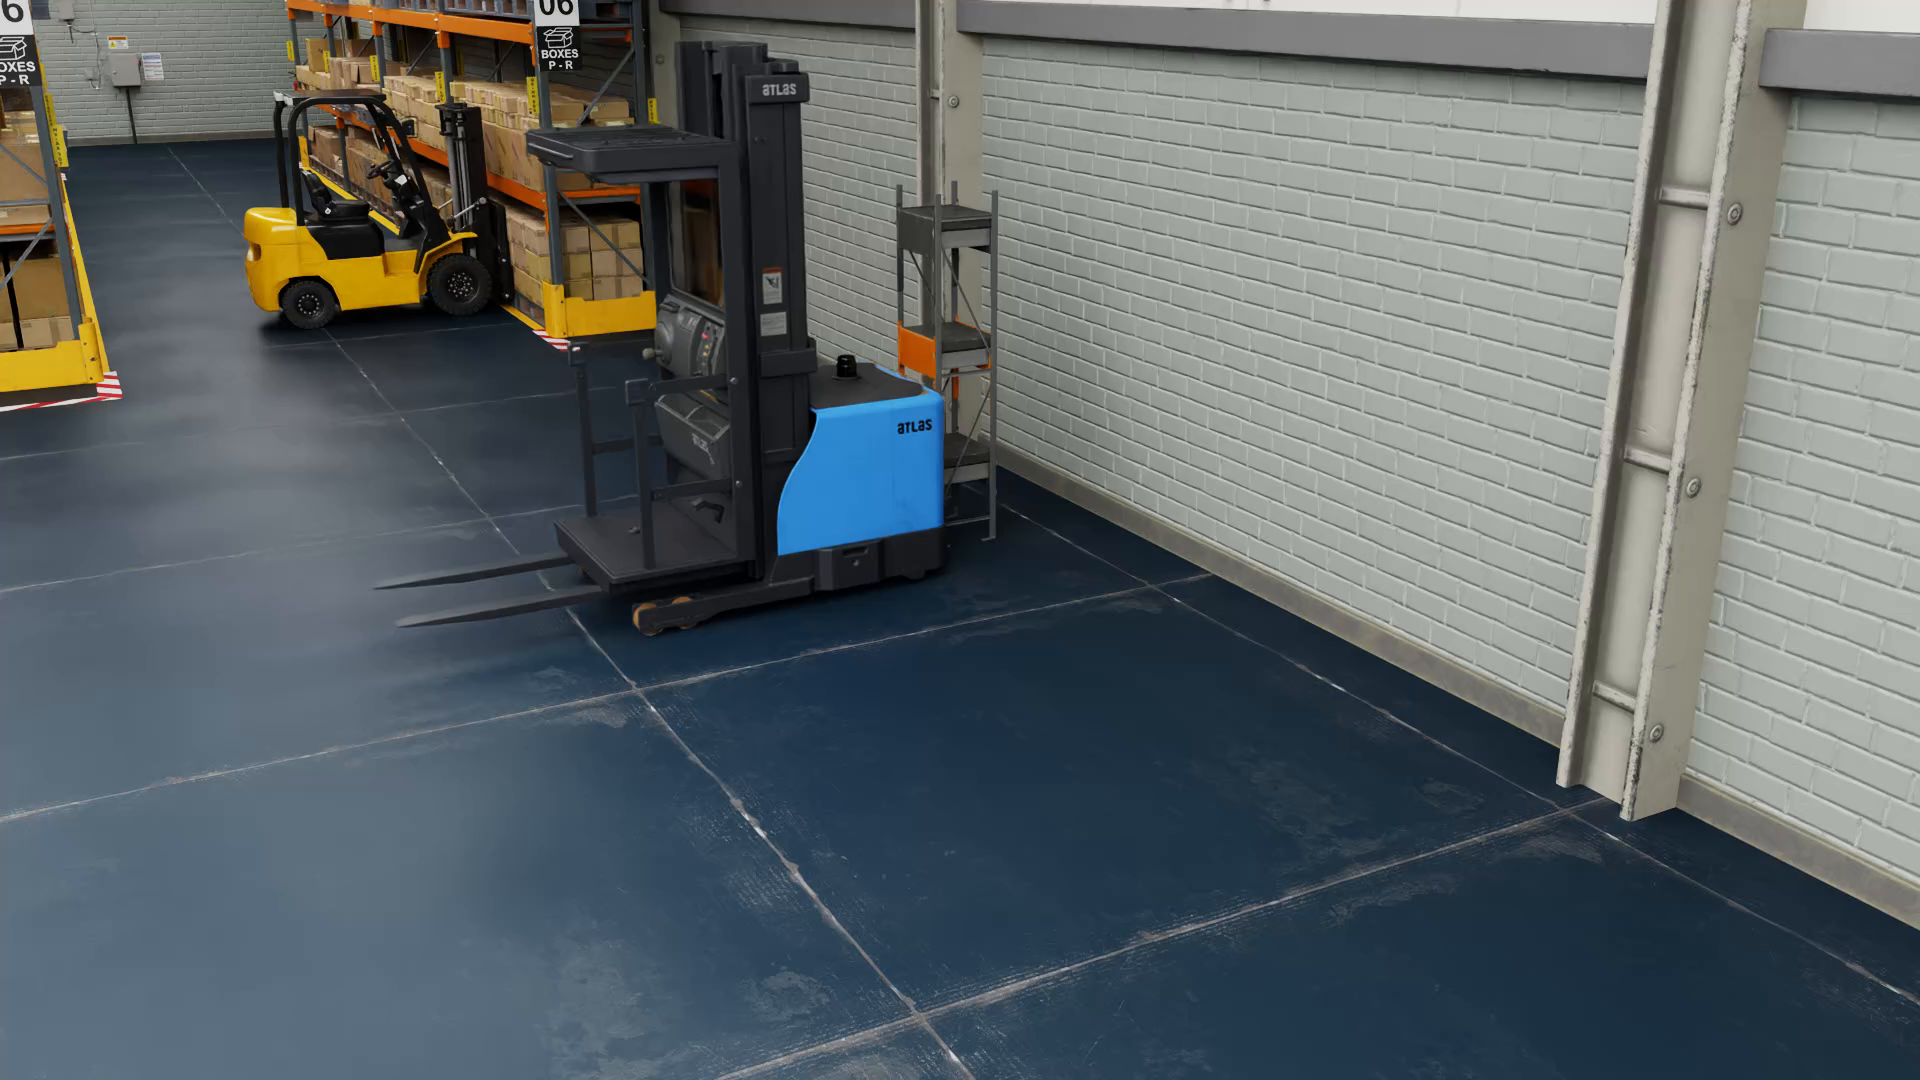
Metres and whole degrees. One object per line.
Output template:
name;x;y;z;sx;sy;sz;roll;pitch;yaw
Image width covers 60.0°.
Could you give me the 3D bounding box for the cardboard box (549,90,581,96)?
cardboard box;-4.064;-4.525;17.041;0.380;0.149;0.250;-10;21;-26

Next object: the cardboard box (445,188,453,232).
cardboard box;-5.541;-3.824;19.613;0.875;0.625;0.625;-9;21;-24

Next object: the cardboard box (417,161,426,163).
cardboard box;-7.352;-5.074;23.425;0.500;0.500;0.500;-10;21;-26

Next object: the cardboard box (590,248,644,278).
cardboard box;-3.424;-2.754;16.320;0.500;0.250;0.500;-10;21;-26

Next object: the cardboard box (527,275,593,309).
cardboard box;-3.885;-2.437;16.166;0.500;0.250;0.500;-10;21;-26

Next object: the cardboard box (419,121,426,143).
cardboard box;-6.205;-4.924;20.034;0.500;0.250;0.500;-10;21;-26

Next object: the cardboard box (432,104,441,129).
cardboard box;-5.741;-4.867;19.102;0.500;0.250;0.500;-10;22;-28

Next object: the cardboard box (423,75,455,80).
cardboard box;-6.850;-6.041;21.891;0.380;0.149;0.250;-9;21;-25

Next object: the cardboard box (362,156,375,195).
cardboard box;-8.315;-5.295;24.066;0.500;0.500;0.500;-11;22;-29

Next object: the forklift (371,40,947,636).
forklift;-1.617;-1.083;8.776;3.031;2.935;1.130;-10;22;-27

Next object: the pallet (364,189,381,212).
pallet;-8.079;-5.000;24.299;1.003;0.211;1.213;-10;21;-27

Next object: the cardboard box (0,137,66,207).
cardboard box;-7.731;-3.049;13.760;0.500;0.500;0.500;-10;22;-27

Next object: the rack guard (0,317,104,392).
rack guard;-7.786;-1.522;13.777;1.175;0.500;0.348;-10;21;-27

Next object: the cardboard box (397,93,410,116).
cardboard box;-6.717;-5.452;20.796;0.500;0.250;0.500;-11;22;-28

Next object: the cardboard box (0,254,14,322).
cardboard box;-8.360;-2.125;14.113;0.500;0.500;0.500;-10;21;-26

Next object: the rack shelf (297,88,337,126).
rack shelf;-10.032;-7.131;27.301;1.077;0.370;4.000;-10;21;-27

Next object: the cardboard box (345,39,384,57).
cardboard box;-9.555;-7.790;26.732;0.500;0.500;0.500;-11;22;-28

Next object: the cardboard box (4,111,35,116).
cardboard box;-9.220;-3.929;16.311;0.500;0.500;0.500;-11;22;-28

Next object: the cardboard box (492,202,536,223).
cardboard box;-4.607;-3.343;17.260;0.500;0.250;0.500;-10;22;-28

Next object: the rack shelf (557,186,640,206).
rack shelf;-4.333;-3.779;17.286;0.919;0.124;3.809;-10;21;-27

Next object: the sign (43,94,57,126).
sign;-9.176;-4.326;16.742;0.100;0.325;0.005;-10;21;-27

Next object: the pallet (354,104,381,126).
pallet;-7.566;-5.842;22.756;1.213;0.211;1.003;-10;21;-27

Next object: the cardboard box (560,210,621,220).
cardboard box;-3.686;-3.134;16.653;0.500;0.250;0.500;-10;21;-27

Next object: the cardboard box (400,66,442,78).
cardboard box;-7.289;-6.166;22.606;0.500;0.500;0.500;-9;21;-24

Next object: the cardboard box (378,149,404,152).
cardboard box;-7.968;-5.414;23.415;0.380;0.149;0.250;-9;21;-25

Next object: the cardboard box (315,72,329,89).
cardboard box;-10.015;-7.362;26.641;0.500;0.250;0.500;-10;21;-27

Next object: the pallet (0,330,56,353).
pallet;-8.141;-1.625;14.516;1.003;0.211;1.213;-10;21;-27

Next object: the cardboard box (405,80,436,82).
cardboard box;-6.737;-5.679;20.842;0.380;0.149;0.250;-10;21;-26

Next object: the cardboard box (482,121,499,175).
cardboard box;-4.579;-4.040;17.088;0.500;0.500;0.500;-10;21;-26

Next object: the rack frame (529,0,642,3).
rack frame;-3.384;-6.288;14.559;1.000;3.000;0.127;-10;21;-27

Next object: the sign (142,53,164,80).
sign;-15.792;-9.265;32.528;0.329;0.494;0.001;-10;21;-27

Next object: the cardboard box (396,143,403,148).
cardboard box;-8.173;-5.859;24.708;0.380;0.149;0.250;-9;21;-25

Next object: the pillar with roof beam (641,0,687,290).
pillar with roof beam;-6.710;-5.961;13.610;9.100;9.000;0.400;-10;21;-27

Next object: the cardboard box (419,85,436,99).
cardboard box;-6.273;-5.380;19.977;0.380;0.149;0.250;-10;21;-26

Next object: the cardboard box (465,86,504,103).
cardboard box;-5.028;-4.735;17.650;0.380;0.149;0.250;-9;21;-25

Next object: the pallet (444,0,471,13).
pallet;-4.855;-5.736;17.692;1.003;0.211;1.213;-10;21;-27

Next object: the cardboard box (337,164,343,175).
cardboard box;-9.605;-5.862;26.248;0.380;0.149;0.250;-11;22;-28

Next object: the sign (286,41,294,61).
sign;-11.459;-8.370;28.463;0.100;0.325;0.005;-10;21;-27

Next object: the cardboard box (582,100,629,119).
cardboard box;-3.355;-4.076;15.742;0.380;0.149;0.250;-10;22;-28

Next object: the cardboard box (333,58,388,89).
cardboard box;-8.803;-6.821;24.502;0.700;0.500;0.500;-10;21;-26

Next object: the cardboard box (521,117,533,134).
cardboard box;-3.942;-3.931;15.777;0.380;0.149;0.250;-10;21;-26

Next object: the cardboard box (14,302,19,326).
cardboard box;-8.863;-2.071;15.105;0.500;0.250;0.500;-11;22;-29

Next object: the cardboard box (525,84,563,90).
cardboard box;-4.472;-4.836;17.943;0.380;0.149;0.250;-10;22;-28

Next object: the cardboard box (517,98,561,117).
cardboard box;-4.032;-4.154;15.967;0.380;0.149;0.250;-9;21;-25

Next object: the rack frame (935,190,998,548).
rack frame;0.037;-0.970;9.724;0.400;2.100;0.015;-10;21;-27

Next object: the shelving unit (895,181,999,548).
shelving unit;-0.079;-1.040;9.927;0.431;2.100;0.503;-10;21;-27

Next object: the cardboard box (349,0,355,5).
cardboard box;-8.117;-7.493;22.880;0.500;0.250;0.500;-10;21;-27

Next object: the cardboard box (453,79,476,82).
cardboard box;-6.324;-5.752;21.055;0.380;0.149;0.250;-10;21;-27

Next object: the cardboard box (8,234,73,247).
cardboard box;-8.385;-2.511;15.232;0.500;0.500;0.500;-10;21;-26

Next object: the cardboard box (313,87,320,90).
cardboard box;-10.356;-7.340;27.188;0.380;0.149;0.250;-9;21;-25

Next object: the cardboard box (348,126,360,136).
cardboard box;-9.092;-6.226;25.314;0.380;0.149;0.250;-10;22;-28

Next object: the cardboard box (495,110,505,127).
cardboard box;-4.426;-4.227;16.634;0.380;0.149;0.250;-10;21;-26

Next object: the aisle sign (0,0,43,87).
aisle sign;-7.448;-3.941;12.969;0.394;0.787;0.004;-10;21;-27
